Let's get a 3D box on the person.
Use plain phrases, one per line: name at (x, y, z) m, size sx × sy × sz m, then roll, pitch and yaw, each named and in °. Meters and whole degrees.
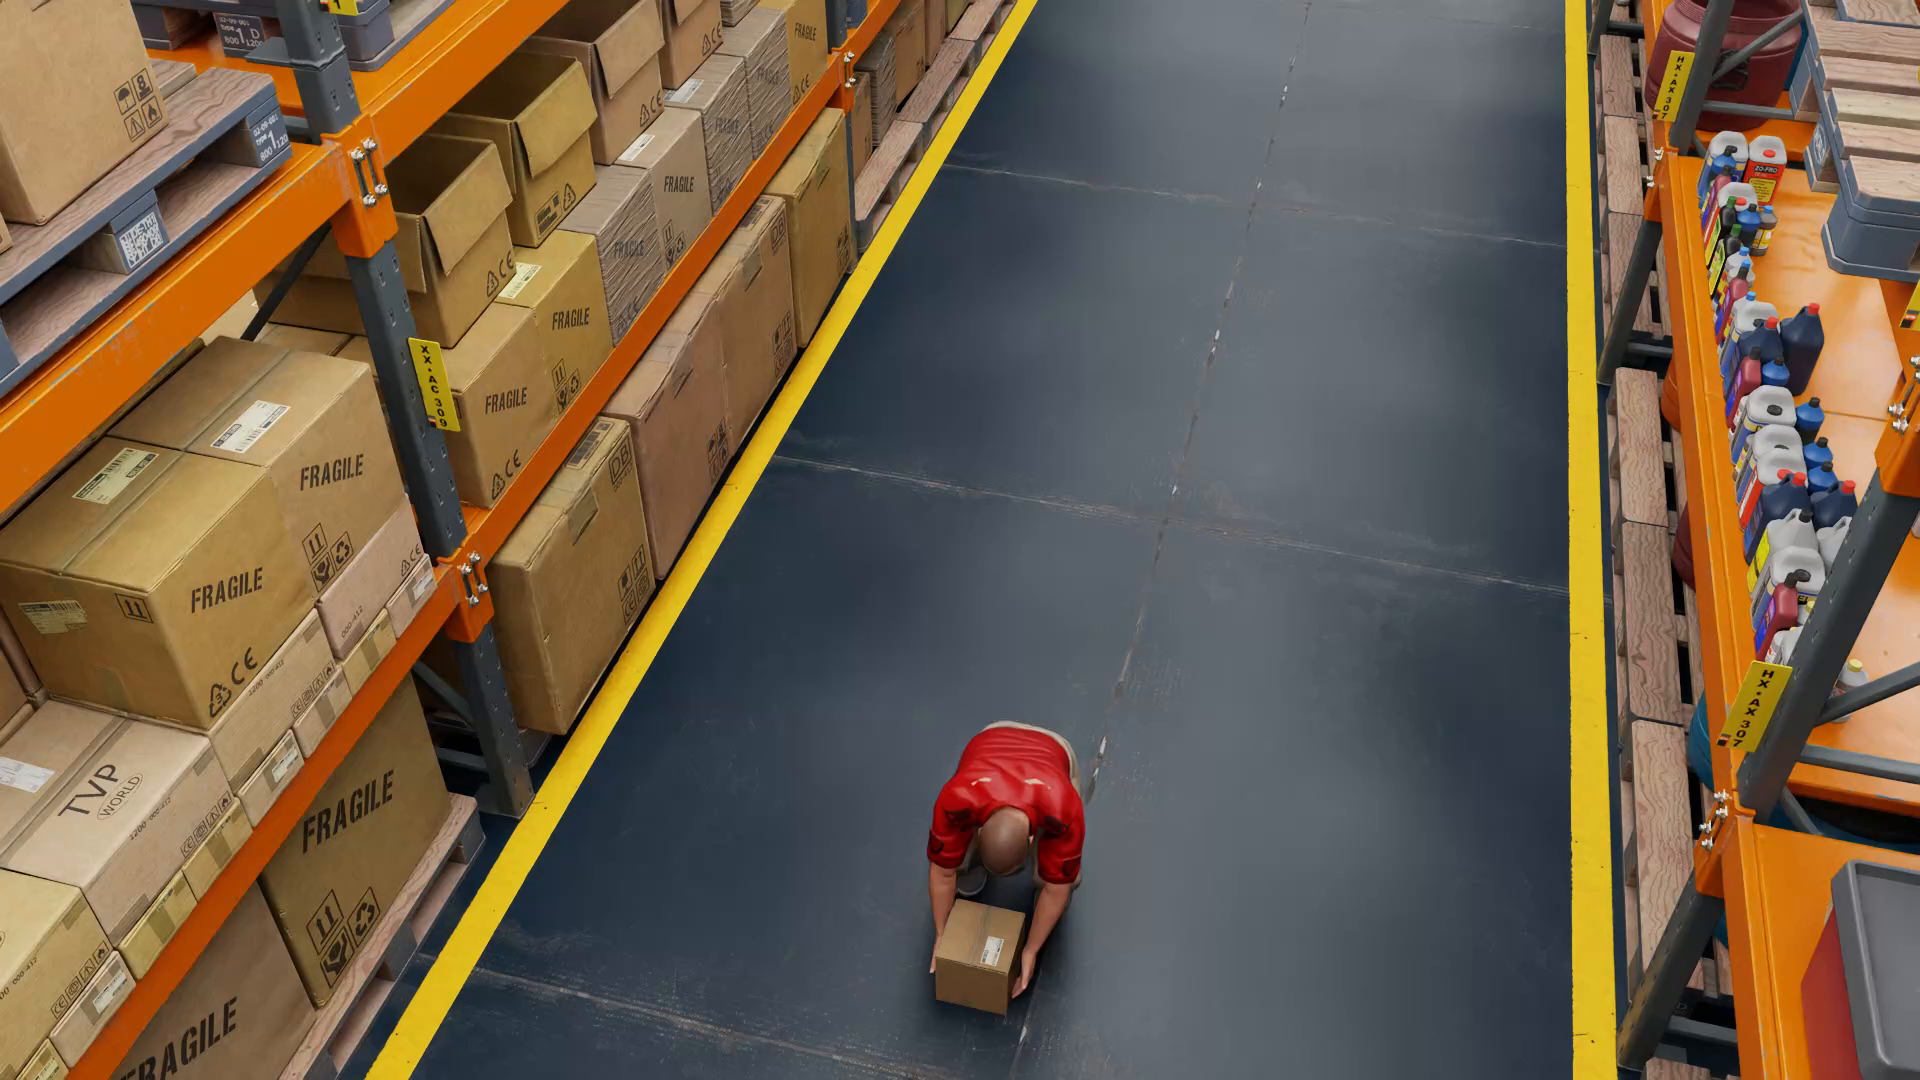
person at (0.173, 0.987, 5.704) m, size 0.553 × 0.853 × 0.860 m, roll 10°, pitch 42°, yaw 11°
